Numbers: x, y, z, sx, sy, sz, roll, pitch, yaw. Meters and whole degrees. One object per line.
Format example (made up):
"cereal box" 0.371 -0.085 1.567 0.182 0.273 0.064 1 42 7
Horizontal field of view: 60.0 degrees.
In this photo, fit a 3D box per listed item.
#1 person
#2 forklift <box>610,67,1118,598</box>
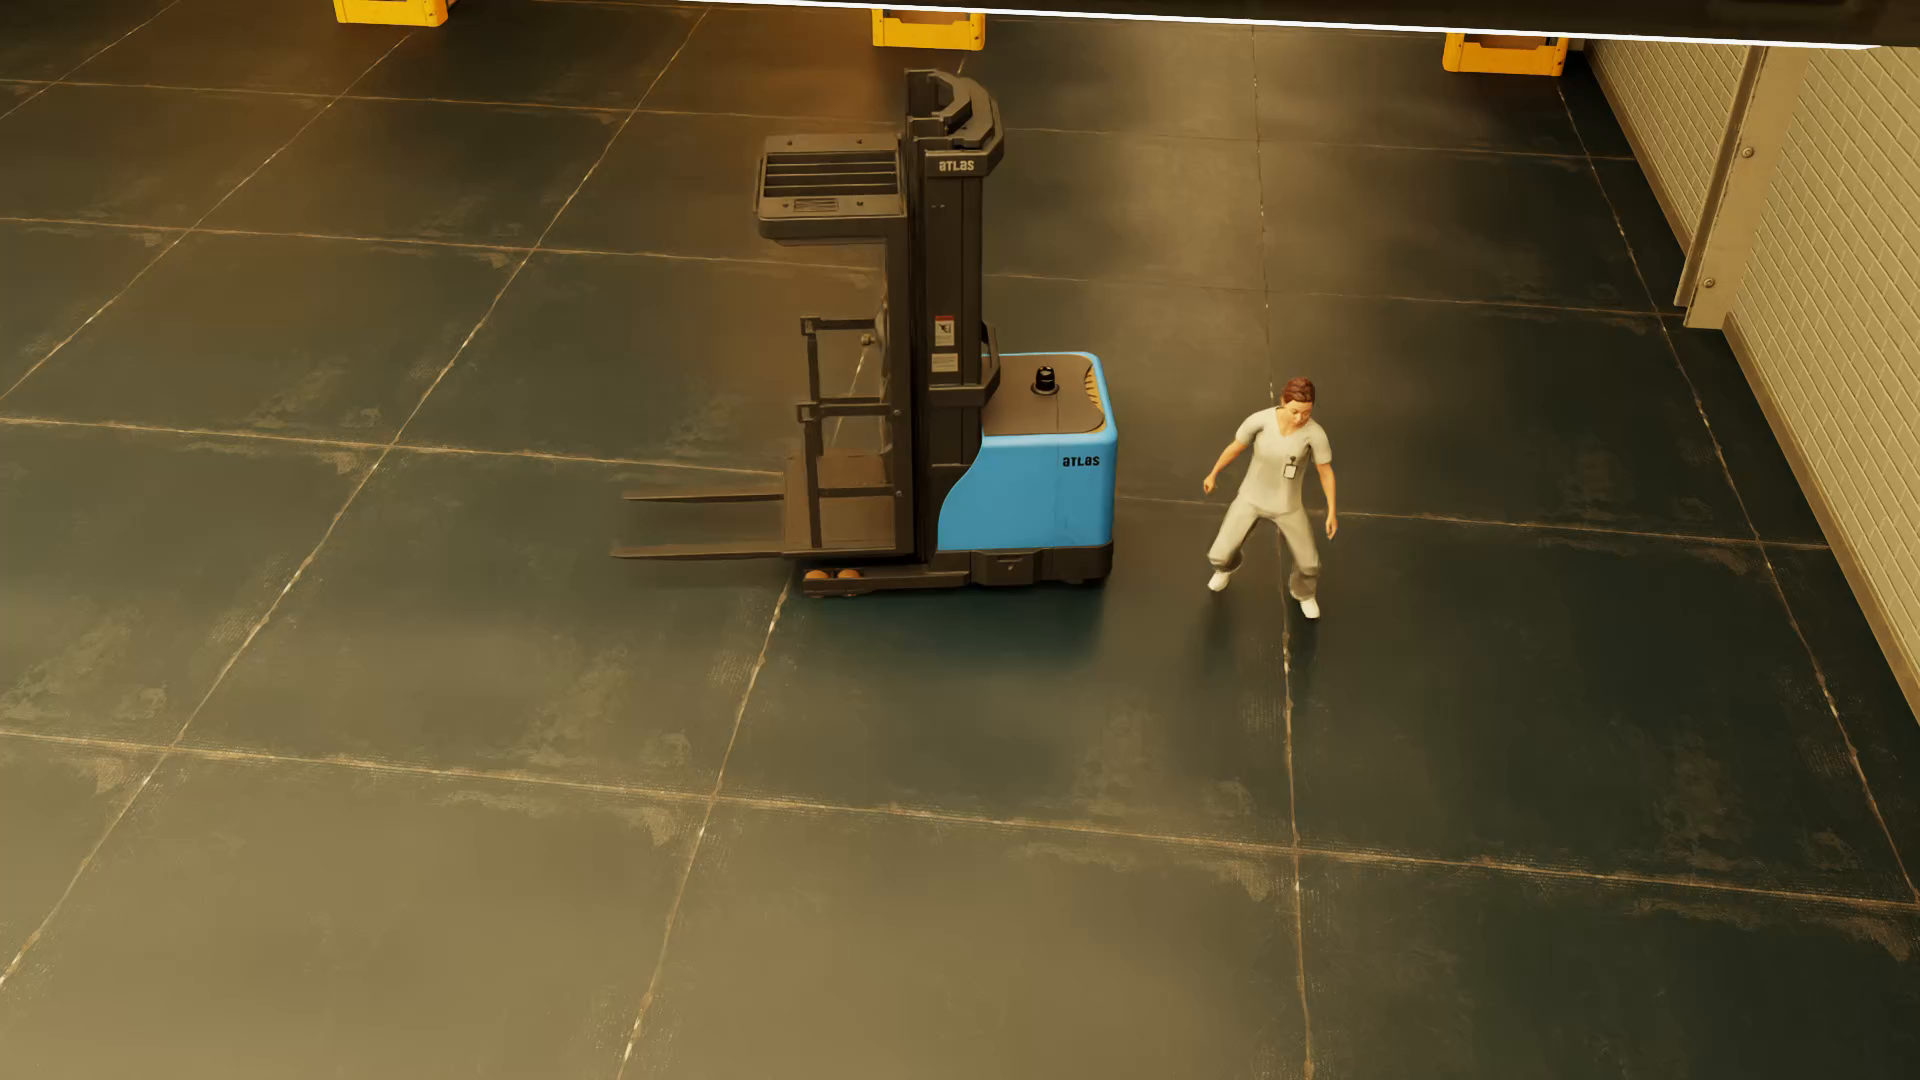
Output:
"person" 1.774 -0.240 9.503 0.798 1.586 0.483 12 38 16
"forklift" -0.612 -1.153 9.594 3.031 2.935 1.130 -2 36 -3
